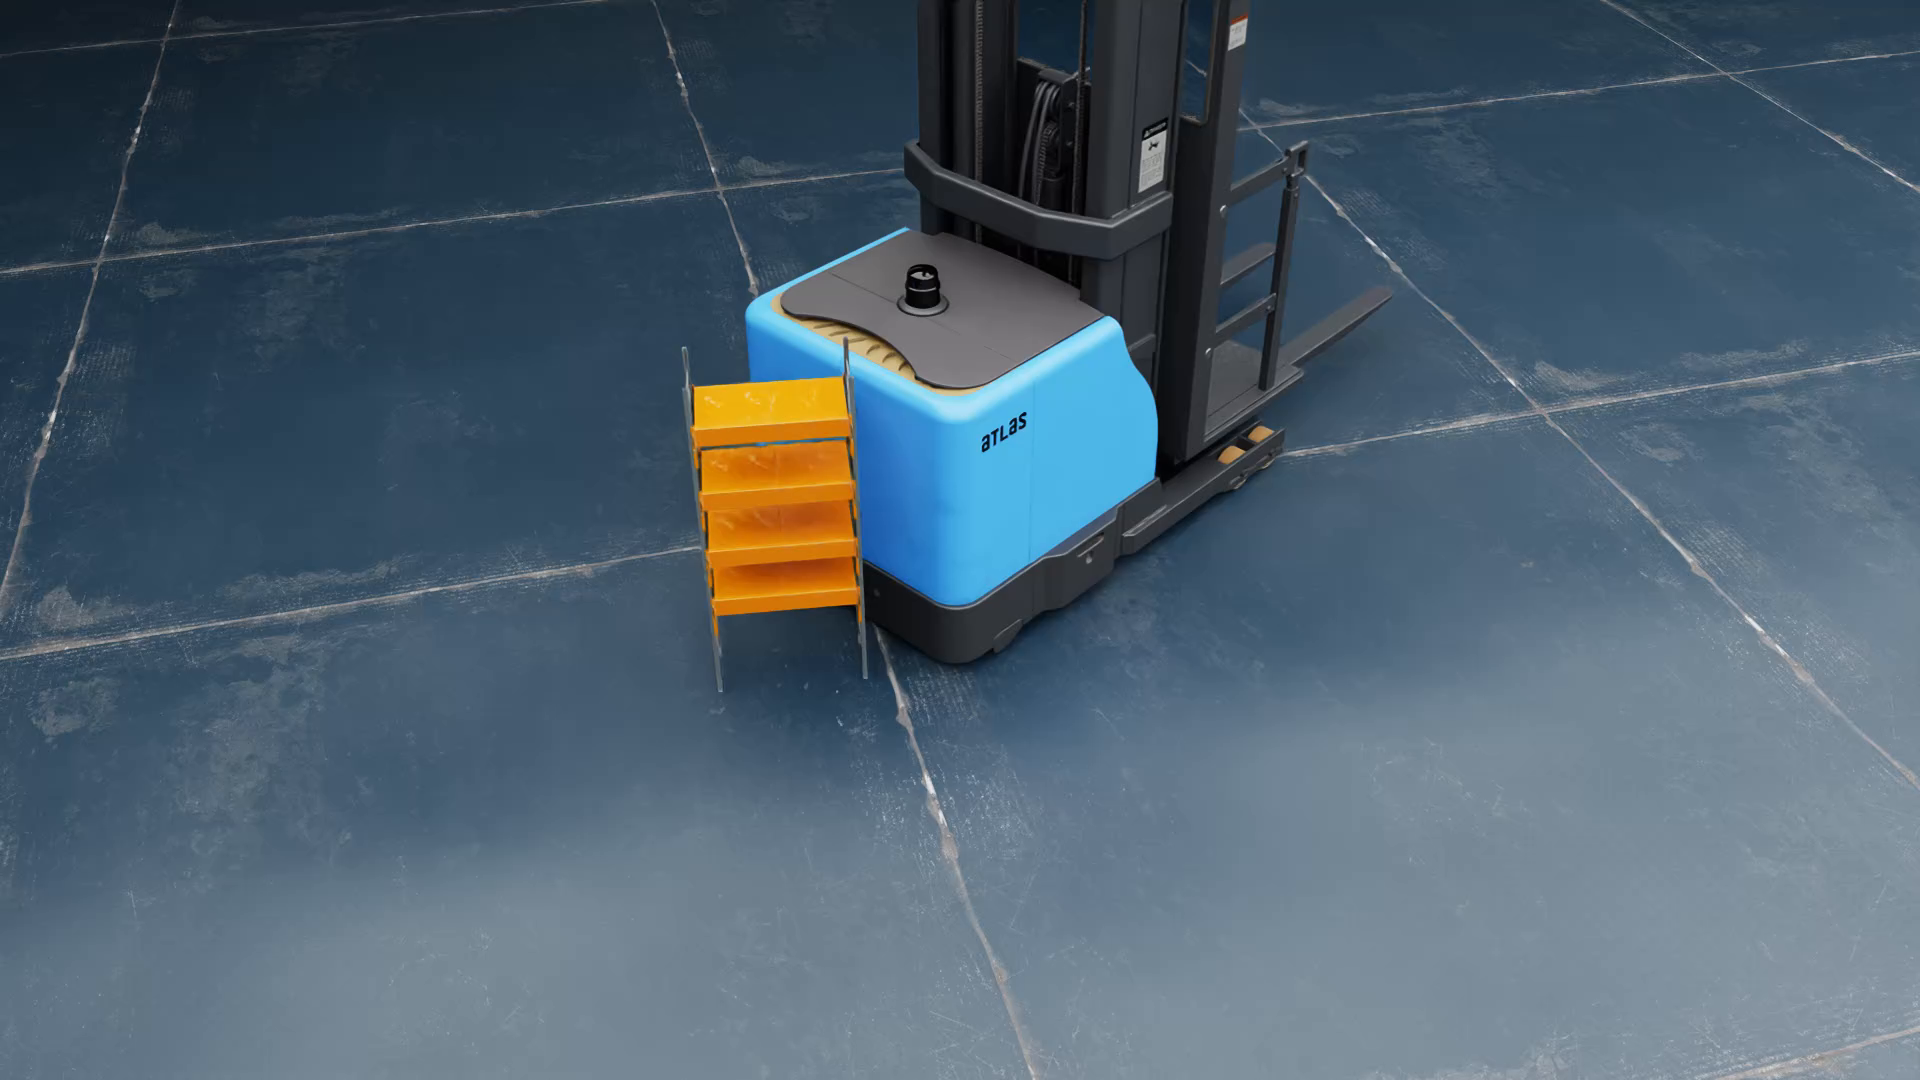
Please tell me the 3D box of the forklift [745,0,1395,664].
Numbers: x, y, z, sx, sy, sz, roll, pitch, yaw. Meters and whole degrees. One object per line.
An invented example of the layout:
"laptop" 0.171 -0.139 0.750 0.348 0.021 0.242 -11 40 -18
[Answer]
"forklift" 0.640 -1.554 5.869 1.130 2.935 3.031 30 46 33

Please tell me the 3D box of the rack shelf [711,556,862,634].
"rack shelf" -0.577 0.156 5.496 0.480 0.148 0.258 -5 38 -6

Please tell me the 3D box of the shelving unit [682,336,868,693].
"shelving unit" -0.577 -0.055 5.335 0.503 1.200 0.258 -5 38 -6

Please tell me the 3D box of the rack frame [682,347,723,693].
"rack frame" -0.819 -0.036 5.309 0.015 1.200 0.240 -5 38 -6

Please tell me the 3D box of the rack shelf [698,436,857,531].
"rack shelf" -0.577 -0.180 5.240 0.480 0.148 0.258 -5 38 -6

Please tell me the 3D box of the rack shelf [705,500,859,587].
"rack shelf" -0.577 -0.002 5.376 0.480 0.148 0.258 -5 38 -6

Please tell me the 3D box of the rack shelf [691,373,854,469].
"rack shelf" -0.577 -0.368 5.096 0.480 0.148 0.258 -5 38 -6

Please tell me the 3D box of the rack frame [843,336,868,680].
"rack frame" -0.335 -0.075 5.361 0.015 1.200 0.240 -5 38 -6
